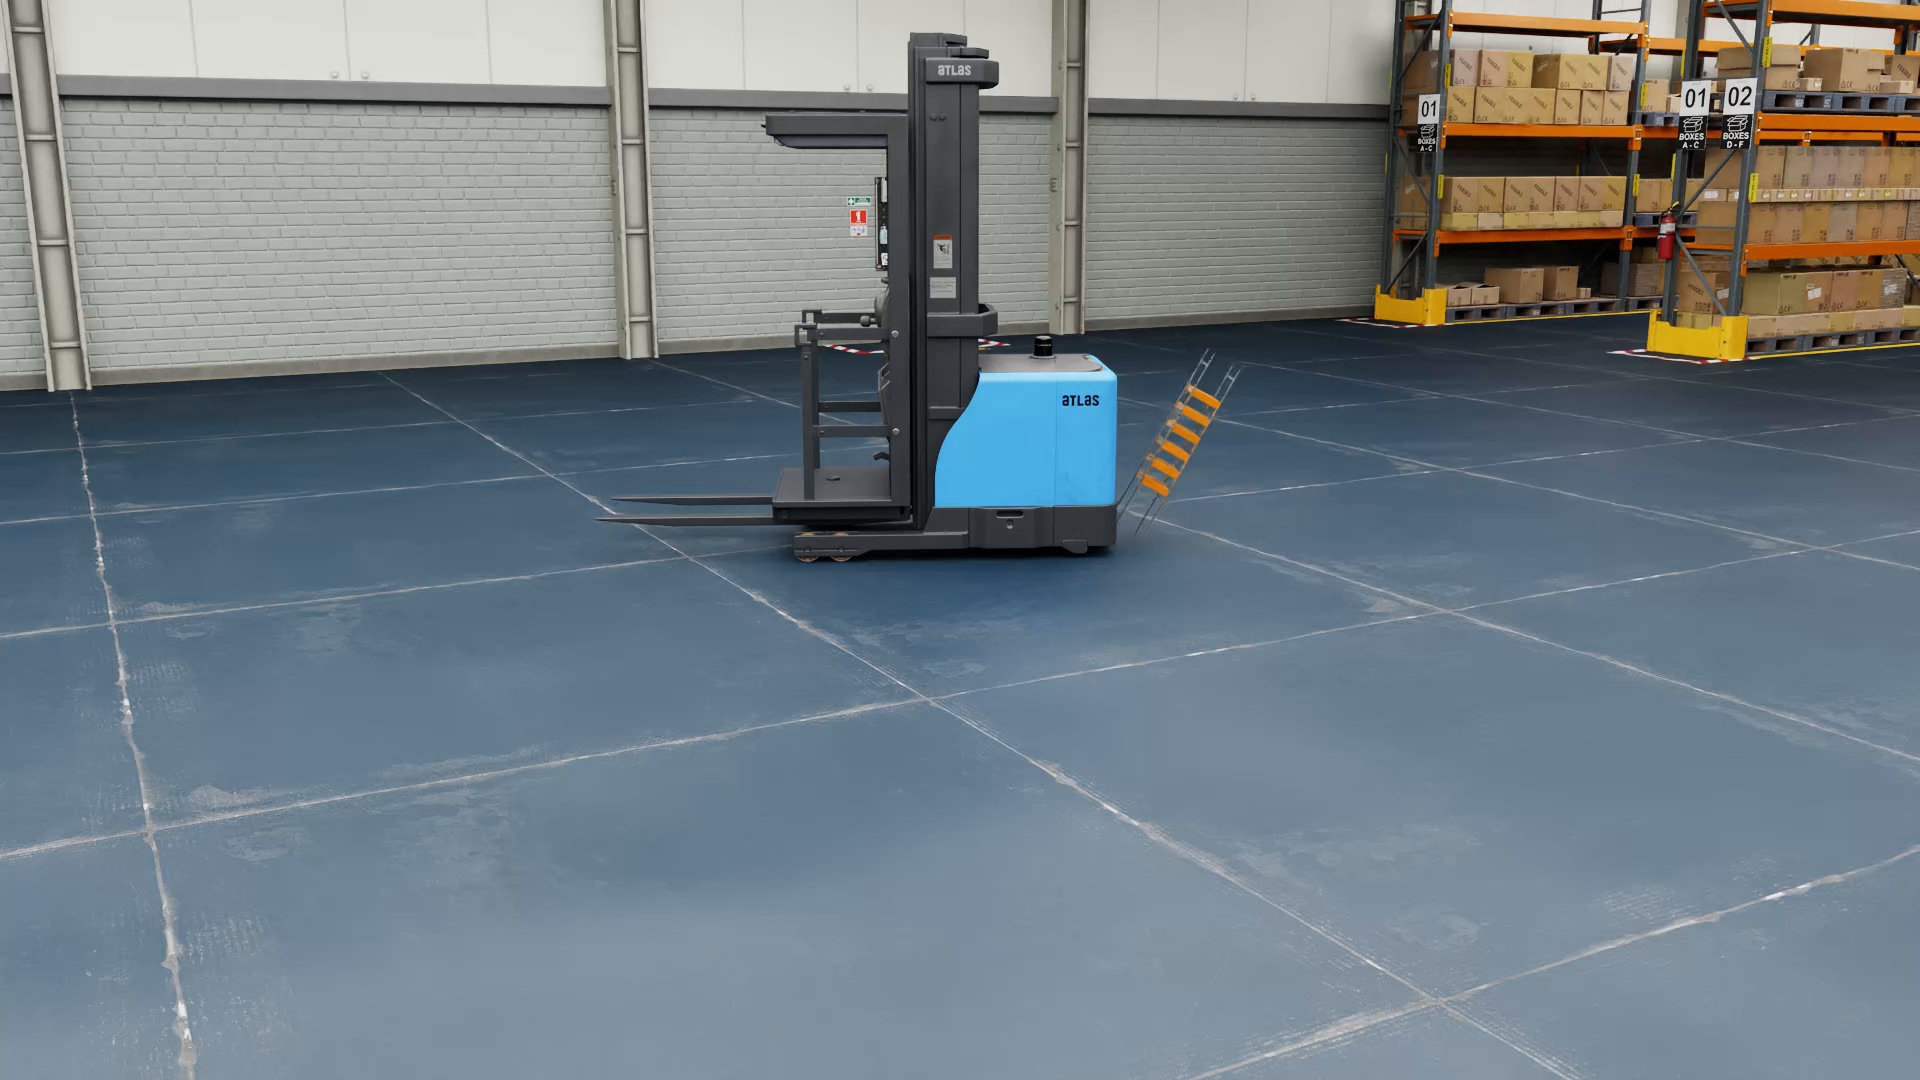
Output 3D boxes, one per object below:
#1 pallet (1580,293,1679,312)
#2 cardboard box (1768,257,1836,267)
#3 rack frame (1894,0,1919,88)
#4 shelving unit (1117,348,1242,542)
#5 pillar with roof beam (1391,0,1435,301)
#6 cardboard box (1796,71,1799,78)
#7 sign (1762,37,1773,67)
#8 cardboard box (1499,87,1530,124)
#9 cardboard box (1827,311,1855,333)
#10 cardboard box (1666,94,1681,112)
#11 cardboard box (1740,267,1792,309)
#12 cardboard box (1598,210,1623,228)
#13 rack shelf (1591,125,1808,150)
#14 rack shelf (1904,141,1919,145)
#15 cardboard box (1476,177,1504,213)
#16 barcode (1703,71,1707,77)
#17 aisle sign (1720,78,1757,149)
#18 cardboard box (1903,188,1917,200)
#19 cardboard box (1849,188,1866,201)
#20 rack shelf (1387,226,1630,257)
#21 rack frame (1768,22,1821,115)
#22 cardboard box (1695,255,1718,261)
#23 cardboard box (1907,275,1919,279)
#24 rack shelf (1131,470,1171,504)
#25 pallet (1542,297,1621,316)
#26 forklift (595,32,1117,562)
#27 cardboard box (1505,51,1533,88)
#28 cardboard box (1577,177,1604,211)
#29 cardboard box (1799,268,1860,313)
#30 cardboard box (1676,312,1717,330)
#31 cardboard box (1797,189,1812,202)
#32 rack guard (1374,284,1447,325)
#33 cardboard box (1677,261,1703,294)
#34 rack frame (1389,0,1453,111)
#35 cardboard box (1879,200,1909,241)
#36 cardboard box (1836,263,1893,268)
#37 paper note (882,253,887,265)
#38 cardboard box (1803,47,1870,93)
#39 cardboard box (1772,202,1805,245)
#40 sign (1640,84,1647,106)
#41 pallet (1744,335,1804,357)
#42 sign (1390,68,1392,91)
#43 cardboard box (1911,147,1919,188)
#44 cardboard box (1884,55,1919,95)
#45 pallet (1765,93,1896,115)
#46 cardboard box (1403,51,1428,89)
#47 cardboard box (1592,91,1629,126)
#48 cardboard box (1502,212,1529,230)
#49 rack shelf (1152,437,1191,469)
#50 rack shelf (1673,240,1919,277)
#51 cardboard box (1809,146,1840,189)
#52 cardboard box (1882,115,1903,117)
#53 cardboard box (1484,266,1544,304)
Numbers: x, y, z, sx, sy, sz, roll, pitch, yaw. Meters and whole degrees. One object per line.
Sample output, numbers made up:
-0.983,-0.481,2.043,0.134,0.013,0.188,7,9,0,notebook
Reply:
10.704,-3.806,26.539,1.213,0.211,1.003,-7,14,-28,pallet
14.241,-4.713,28.159,0.750,0.750,0.750,-7,14,-29,cardboard box
12.398,-7.057,20.969,0.127,3.000,1.000,-7,14,-28,rack frame
1.291,-0.571,10.032,0.189,1.200,0.258,28,10,-8,shelving unit
8.773,-7.001,20.721,0.400,9.000,9.100,-7,14,-28,pillar with roof beam
9.772,-5.544,20.148,0.500,0.250,0.500,-7,14,-28,cardboard box
9.148,-5.530,18.846,0.005,0.325,0.100,-7,14,-28,sign
7.866,-6.277,24.065,0.500,0.500,0.500,-6,14,-25,cardboard box
10.782,-2.743,20.774,0.500,0.250,0.500,-7,14,-28,cardboard box
11.080,-6.816,25.977,0.500,0.311,0.500,-6,14,-26,cardboard box
10.086,-3.160,20.917,0.500,0.500,0.500,-7,14,-28,cardboard box
9.751,-4.912,25.401,0.500,0.250,0.500,-7,14,-28,cardboard box
11.777,-6.407,26.553,4.000,0.370,1.077,-7,14,-28,rack shelf
18.799,-7.248,30.292,4.000,0.370,1.077,-7,14,-28,rack shelf
7.512,-5.008,24.118,0.500,0.500,0.500,-7,14,-28,cardboard box
8.921,-5.580,19.919,0.075,0.075,0.001,-7,14,-28,barcode
8.976,-4.911,19.180,0.004,0.787,0.394,-7,14,-28,aisle sign
11.815,-4.371,20.997,0.250,0.149,0.380,-7,15,-30,cardboard box
10.915,-4.263,20.516,0.250,0.149,0.380,-6,14,-26,cardboard box
8.266,-4.523,25.012,4.000,0.370,1.077,-7,14,-28,rack shelf
13.532,-8.432,27.079,0.127,3.000,1.000,-7,14,-28,rack frame
11.946,-4.677,27.043,0.500,0.250,0.500,-7,14,-28,cardboard box
13.070,-3.421,22.505,0.500,0.311,0.500,-6,14,-26,cardboard box
1.154,-0.326,10.081,0.180,0.103,0.258,28,10,-8,rack shelf
9.449,-3.646,25.830,1.213,0.211,1.003,-7,14,-28,pallet
-0.621,-1.423,9.757,3.031,2.935,1.130,-1,13,-3,forklift
7.874,-6.766,23.958,0.500,0.500,0.500,-6,14,-26,cardboard box
9.319,-5.224,25.076,0.500,0.500,0.500,-7,14,-28,cardboard box
10.782,-3.109,20.691,0.500,0.500,0.500,-7,14,-28,cardboard box
9.216,-2.686,20.517,0.500,0.250,0.500,-7,14,-28,cardboard box
10.007,-4.154,20.032,0.250,0.149,0.380,-7,14,-29,cardboard box
6.577,-3.452,24.308,0.348,0.500,1.175,-7,14,-28,rack guard
11.556,-4.270,26.941,0.500,0.500,0.700,-7,14,-27,cardboard box
6.510,-7.590,23.340,0.127,3.000,1.000,-7,14,-28,rack frame
11.552,-4.074,21.152,0.500,0.500,0.700,-7,14,-28,cardboard box
11.841,-3.371,21.853,0.500,0.500,0.500,-7,14,-28,cardboard box
-0.932,-3.585,21.212,0.142,0.148,0.016,-7,14,-28,paper note
10.476,-5.616,19.898,0.500,0.500,0.500,-7,14,-28,cardboard box
9.762,-3.861,20.204,0.500,0.500,0.700,-6,14,-26,cardboard box
10.288,-6.696,25.021,0.005,0.325,0.100,-7,14,-28,sign
9.538,-2.437,20.457,1.213,0.211,1.003,-7,14,-28,pallet
6.262,-6.668,24.056,0.005,0.325,0.100,-7,14,-28,sign
12.012,-4.764,21.262,0.500,0.500,0.700,-7,14,-28,cardboard box
11.830,-5.913,21.216,0.500,0.500,0.500,-6,14,-23,cardboard box
10.592,-5.328,20.321,1.213,0.211,1.003,-7,14,-28,pallet
6.764,-6.769,23.971,0.500,0.500,0.500,-6,14,-25,cardboard box
9.694,-6.505,25.077,0.500,0.500,0.500,-6,14,-26,cardboard box
7.990,-4.700,24.457,0.500,0.250,0.500,-7,15,-29,cardboard box
1.270,-0.533,10.040,0.180,0.103,0.258,28,10,-8,rack shelf
10.643,-3.568,20.772,4.000,0.370,1.077,-7,14,-28,rack shelf
10.251,-4.552,20.323,0.500,0.500,0.700,-7,14,-28,cardboard box
15.761,-7.510,28.586,0.500,0.500,0.700,-7,15,-29,cardboard box
8.329,-3.841,25.037,0.500,0.500,0.700,-8,15,-31,cardboard box
